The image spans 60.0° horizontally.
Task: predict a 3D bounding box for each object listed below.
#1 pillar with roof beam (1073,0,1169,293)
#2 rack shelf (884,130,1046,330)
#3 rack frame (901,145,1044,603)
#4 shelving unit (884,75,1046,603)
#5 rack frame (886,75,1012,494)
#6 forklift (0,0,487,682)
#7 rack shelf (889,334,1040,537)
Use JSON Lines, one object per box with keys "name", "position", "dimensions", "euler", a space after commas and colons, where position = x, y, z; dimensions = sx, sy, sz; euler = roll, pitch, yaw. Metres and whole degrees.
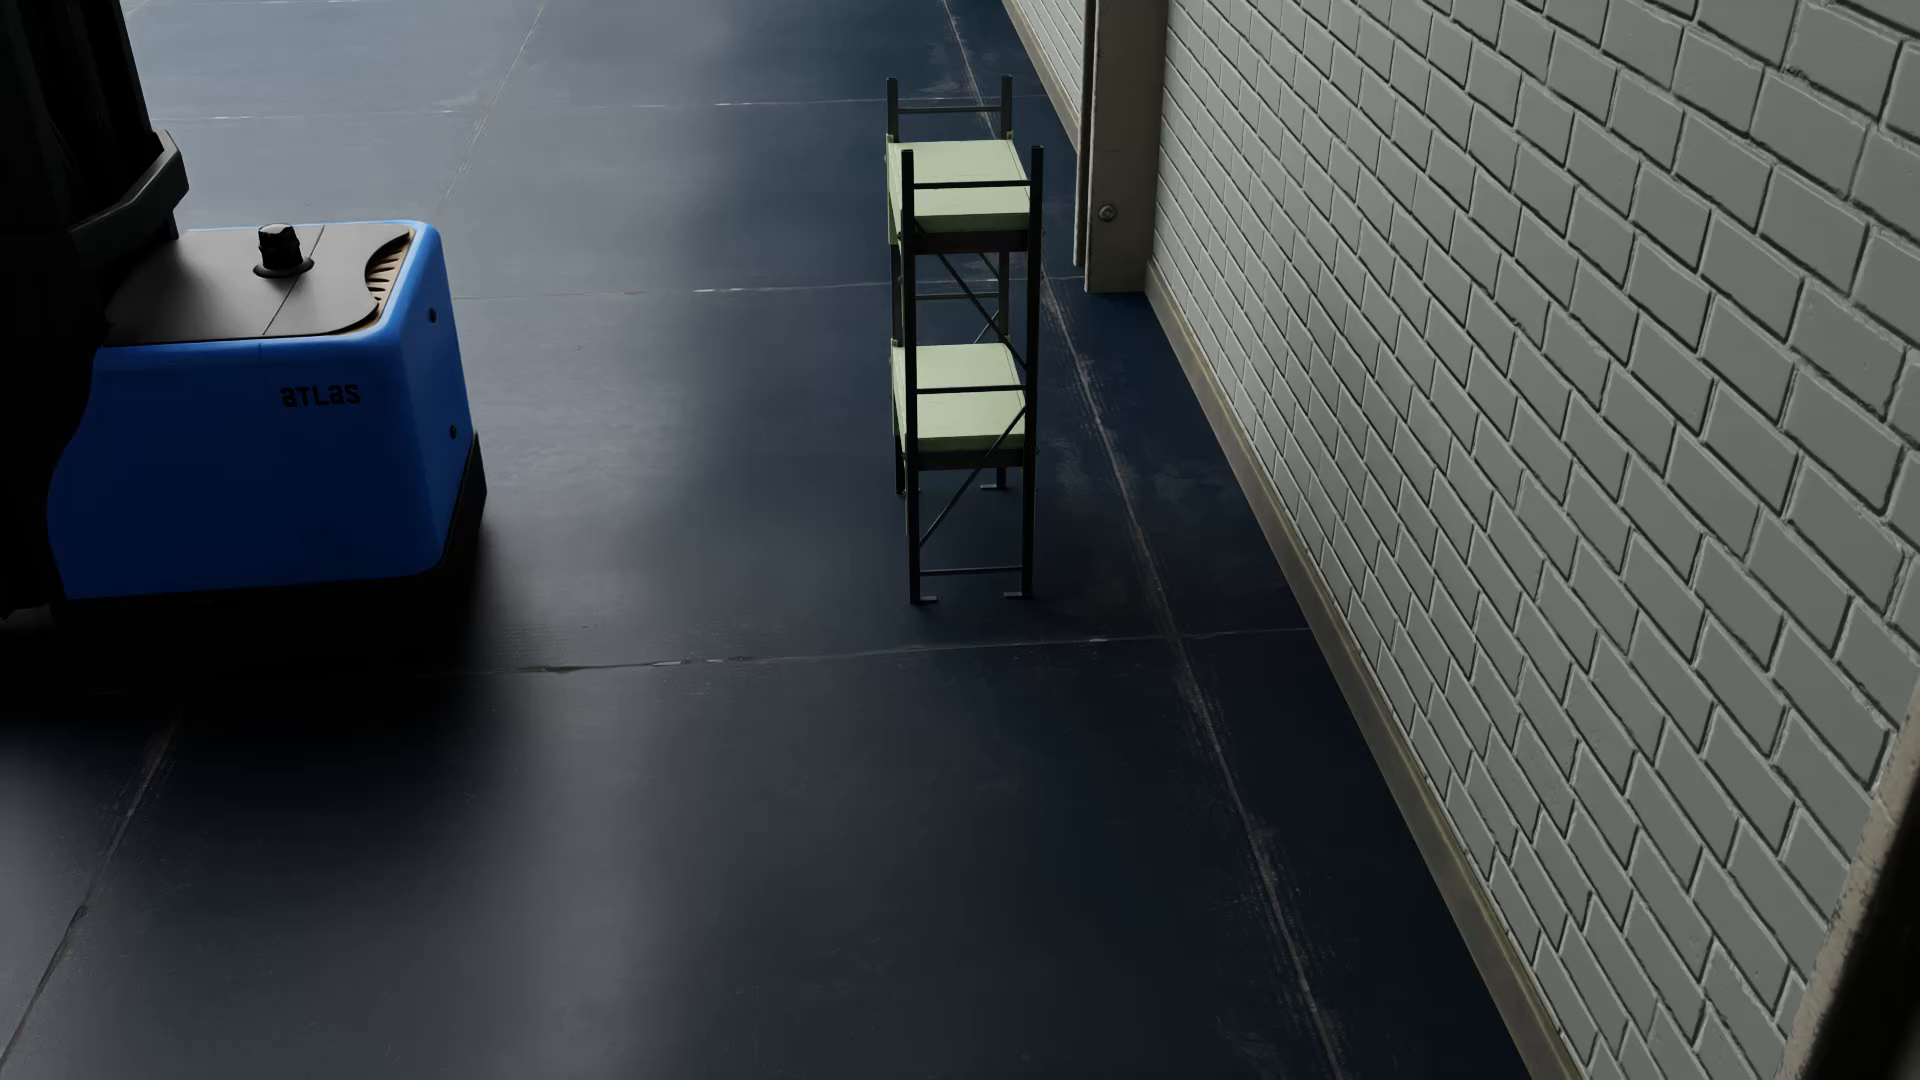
{"name": "pillar with roof beam", "position": [-3.570, -4.902, 5.181], "dimensions": [9.100, 9.000, 0.400], "euler": [-3, 31, -5]}
{"name": "rack shelf", "position": [0.001, -0.976, 5.160], "dimensions": [0.431, 0.370, 0.720], "euler": [-3, 31, -5]}
{"name": "rack frame", "position": [0.035, -0.454, 5.047], "dimensions": [0.400, 1.500, 0.023], "euler": [-3, 31, -5]}
{"name": "shelving unit", "position": [0.001, -0.640, 5.360], "dimensions": [0.431, 1.500, 0.755], "euler": [-3, 31, -5]}
{"name": "rack frame", "position": [-0.034, -0.827, 5.673], "dimensions": [0.400, 1.500, 0.023], "euler": [-3, 31, -5]}
{"name": "forklift", "position": [-3.120, -1.045, 4.641], "dimensions": [3.031, 2.935, 1.130], "euler": [-4, 31, -7]}
{"name": "rack shelf", "position": [0.001, -0.361, 5.527], "dimensions": [0.431, 0.370, 0.720], "euler": [-3, 31, -5]}
